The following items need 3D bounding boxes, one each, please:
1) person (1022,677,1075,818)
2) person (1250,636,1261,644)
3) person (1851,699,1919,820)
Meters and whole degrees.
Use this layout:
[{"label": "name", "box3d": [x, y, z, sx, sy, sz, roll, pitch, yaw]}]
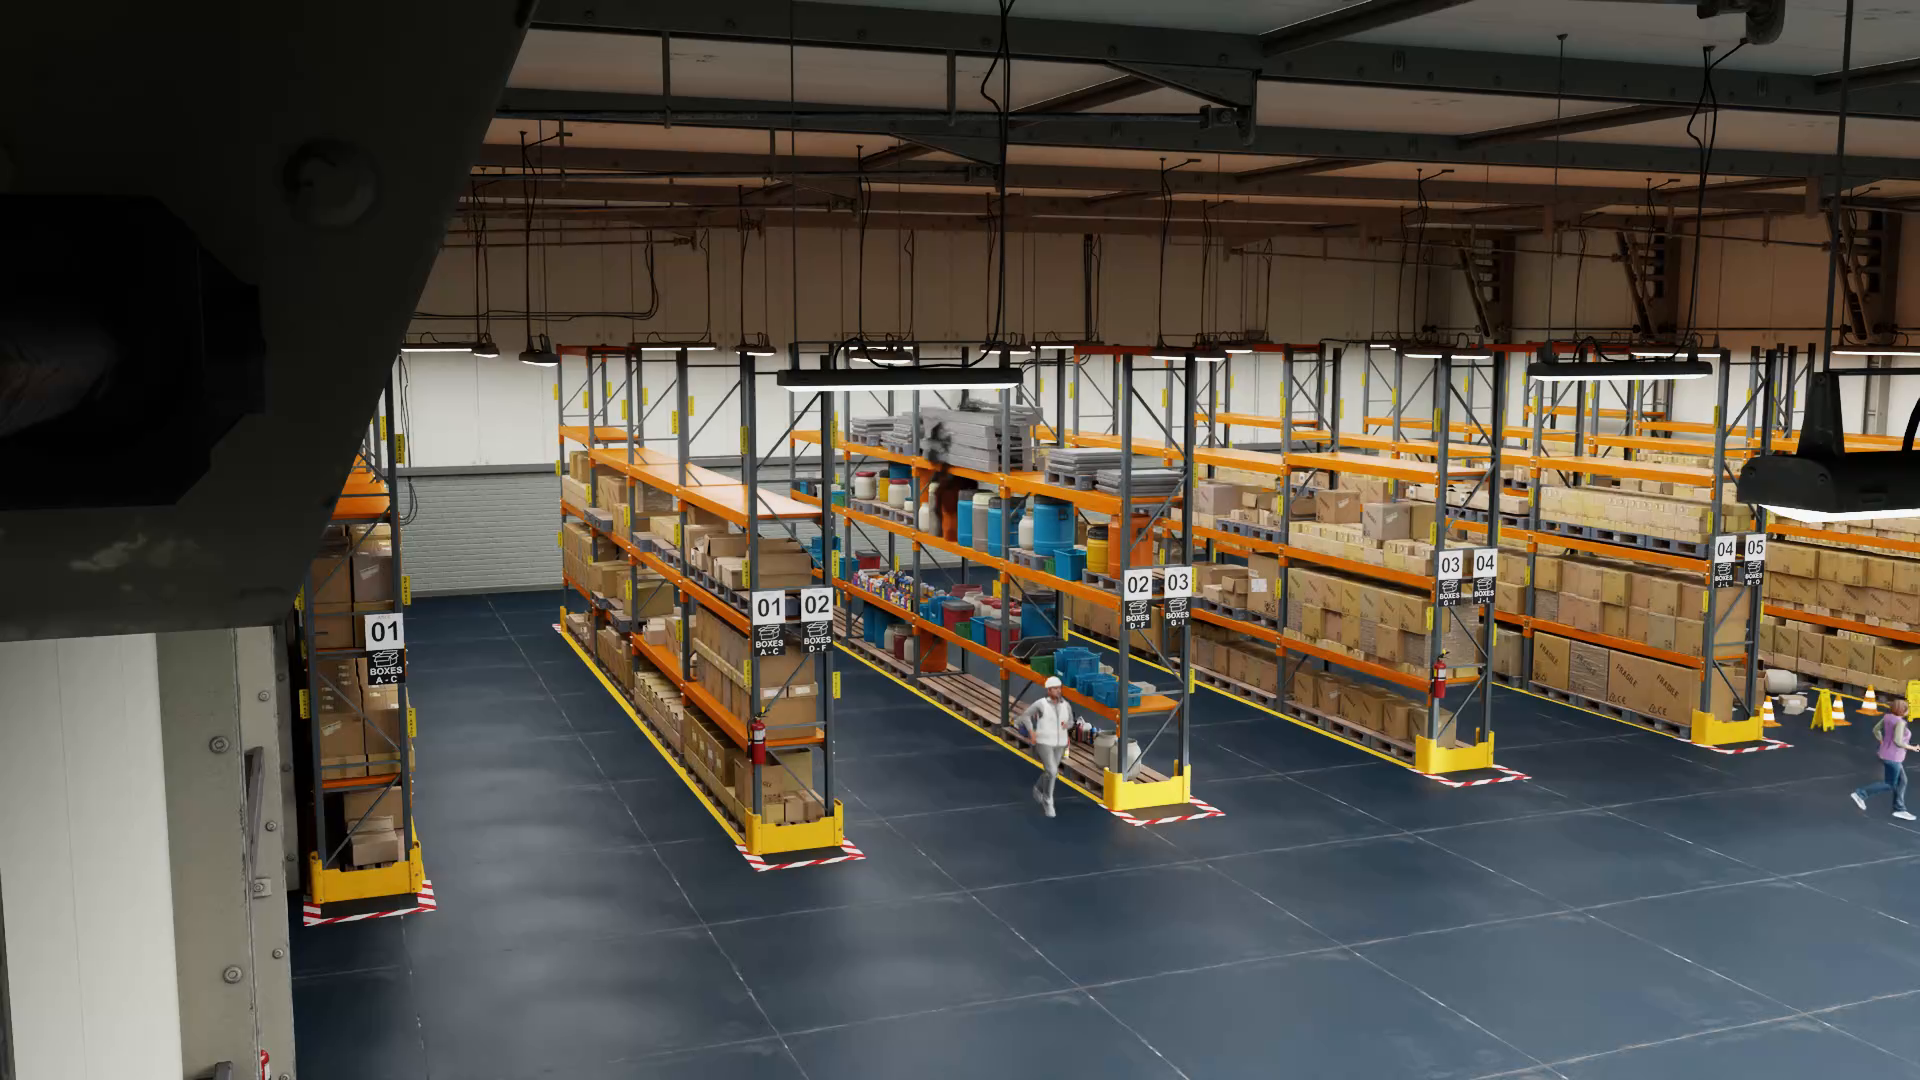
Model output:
[{"label": "person", "box3d": [1.200, 2.696, 21.889, 0.631, 1.806, 0.712, -4, 8, -29]}, {"label": "person", "box3d": [5.802, 1.453, 32.285, 0.524, 1.558, 0.537, -3, 8, -25]}, {"label": "person", "box3d": [11.973, 2.830, 21.506, 0.819, 1.582, 0.527, 1, 7, 10]}]
